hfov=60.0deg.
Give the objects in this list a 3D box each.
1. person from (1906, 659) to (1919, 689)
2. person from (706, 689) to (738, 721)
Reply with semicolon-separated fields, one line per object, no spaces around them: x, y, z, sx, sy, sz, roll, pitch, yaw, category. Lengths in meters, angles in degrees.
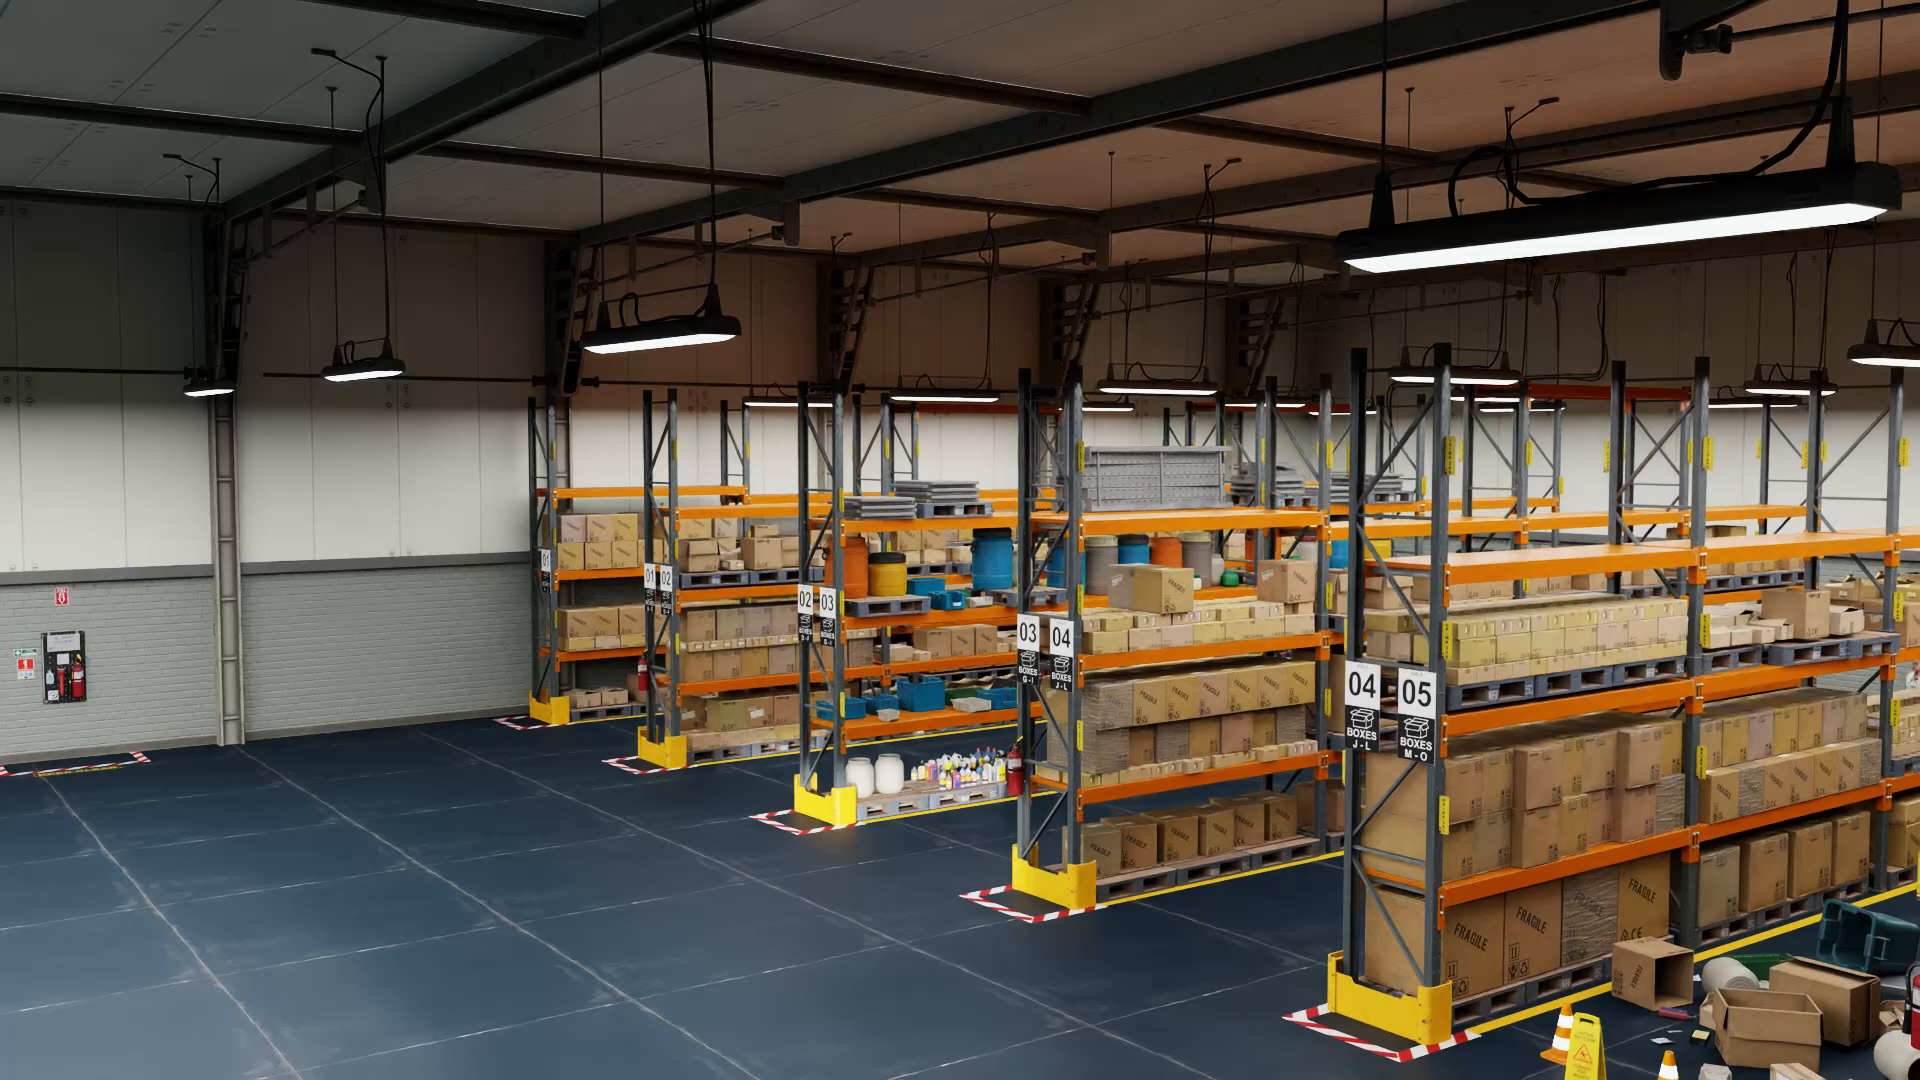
15.186;2.762;26.392;1.099;1.621;0.546;-3;4;-41;person
-4.325;2.506;30.768;0.520;1.644;0.816;1;3;14;person
